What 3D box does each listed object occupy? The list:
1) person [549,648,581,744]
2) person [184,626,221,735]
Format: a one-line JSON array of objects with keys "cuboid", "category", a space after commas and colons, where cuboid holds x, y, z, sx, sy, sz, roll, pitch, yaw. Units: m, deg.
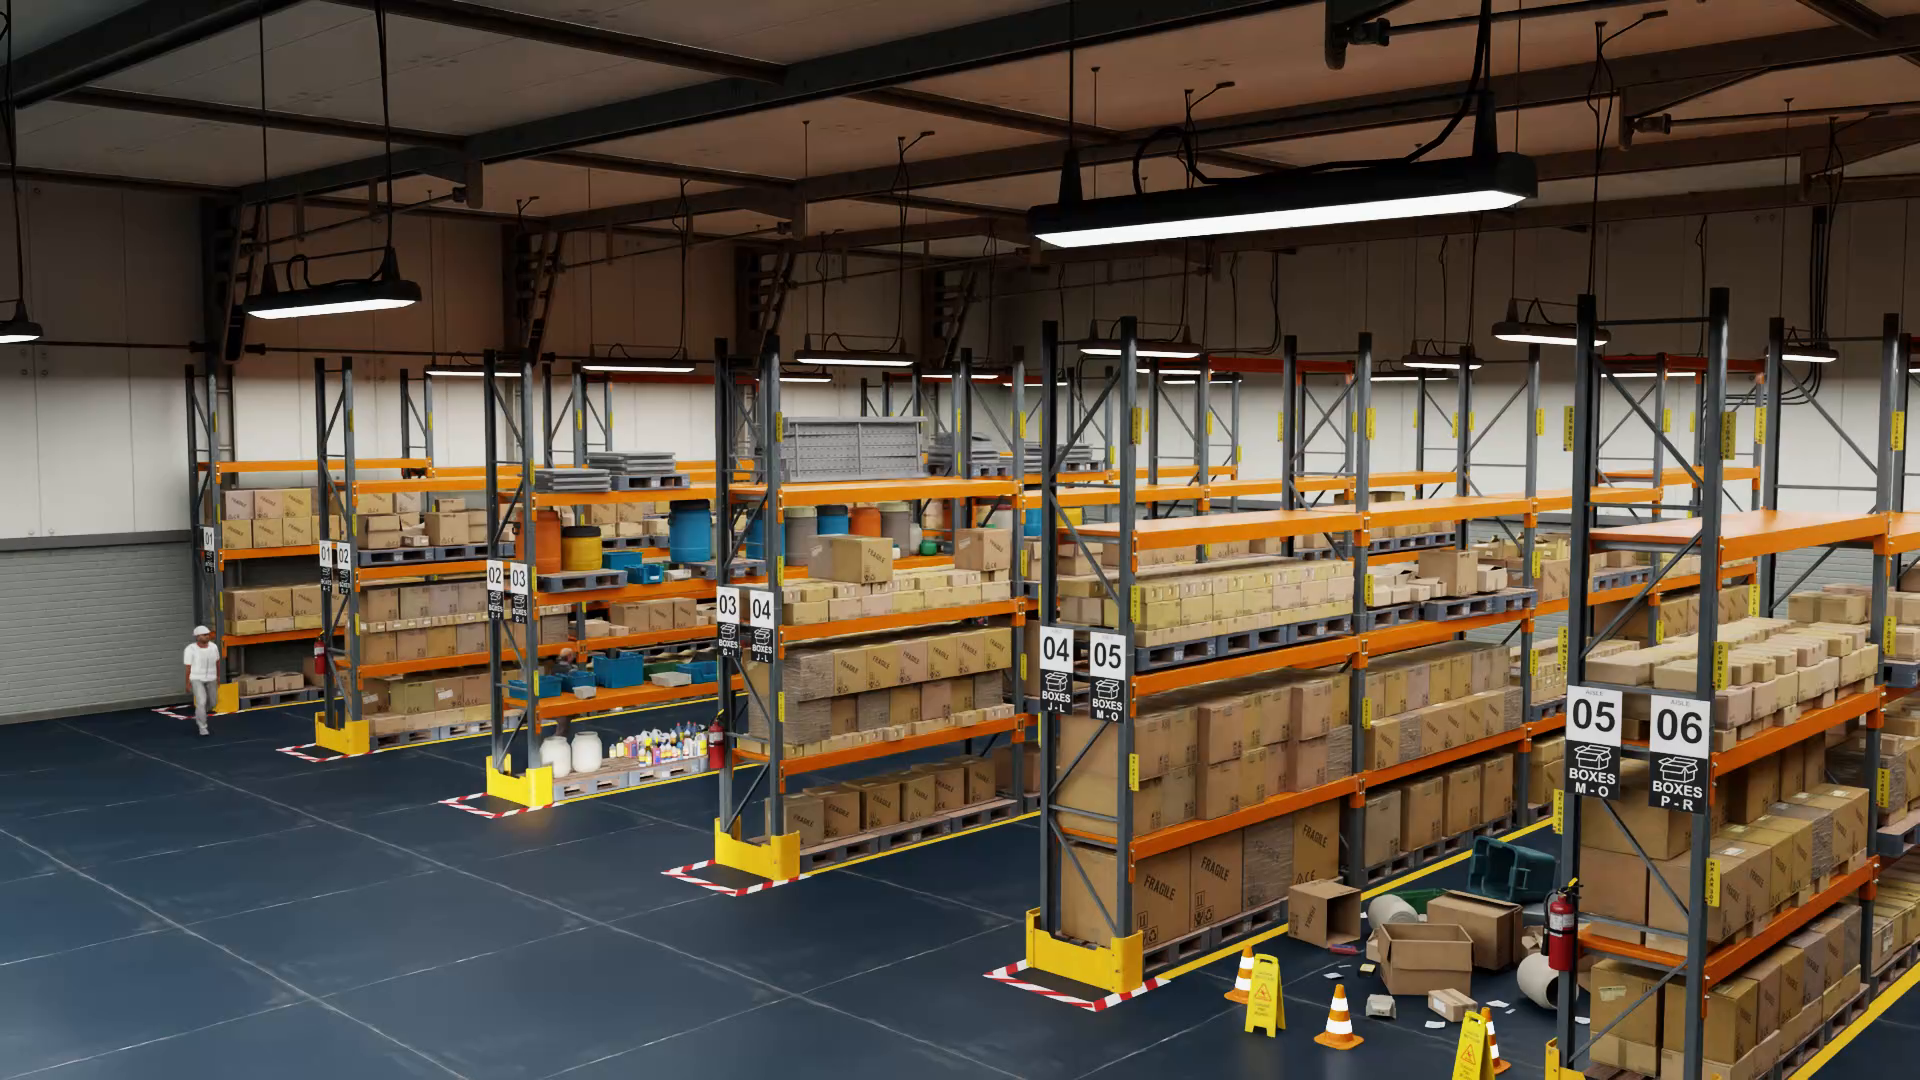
[{"cuboid": [-5.820, 2.423, 24.379, 0.567, 1.683, 0.605, 3, 5, 32], "category": "person"}, {"cuboid": [-12.199, 2.236, 26.765, 0.586, 1.739, 0.772, -4, 6, -44], "category": "person"}]
